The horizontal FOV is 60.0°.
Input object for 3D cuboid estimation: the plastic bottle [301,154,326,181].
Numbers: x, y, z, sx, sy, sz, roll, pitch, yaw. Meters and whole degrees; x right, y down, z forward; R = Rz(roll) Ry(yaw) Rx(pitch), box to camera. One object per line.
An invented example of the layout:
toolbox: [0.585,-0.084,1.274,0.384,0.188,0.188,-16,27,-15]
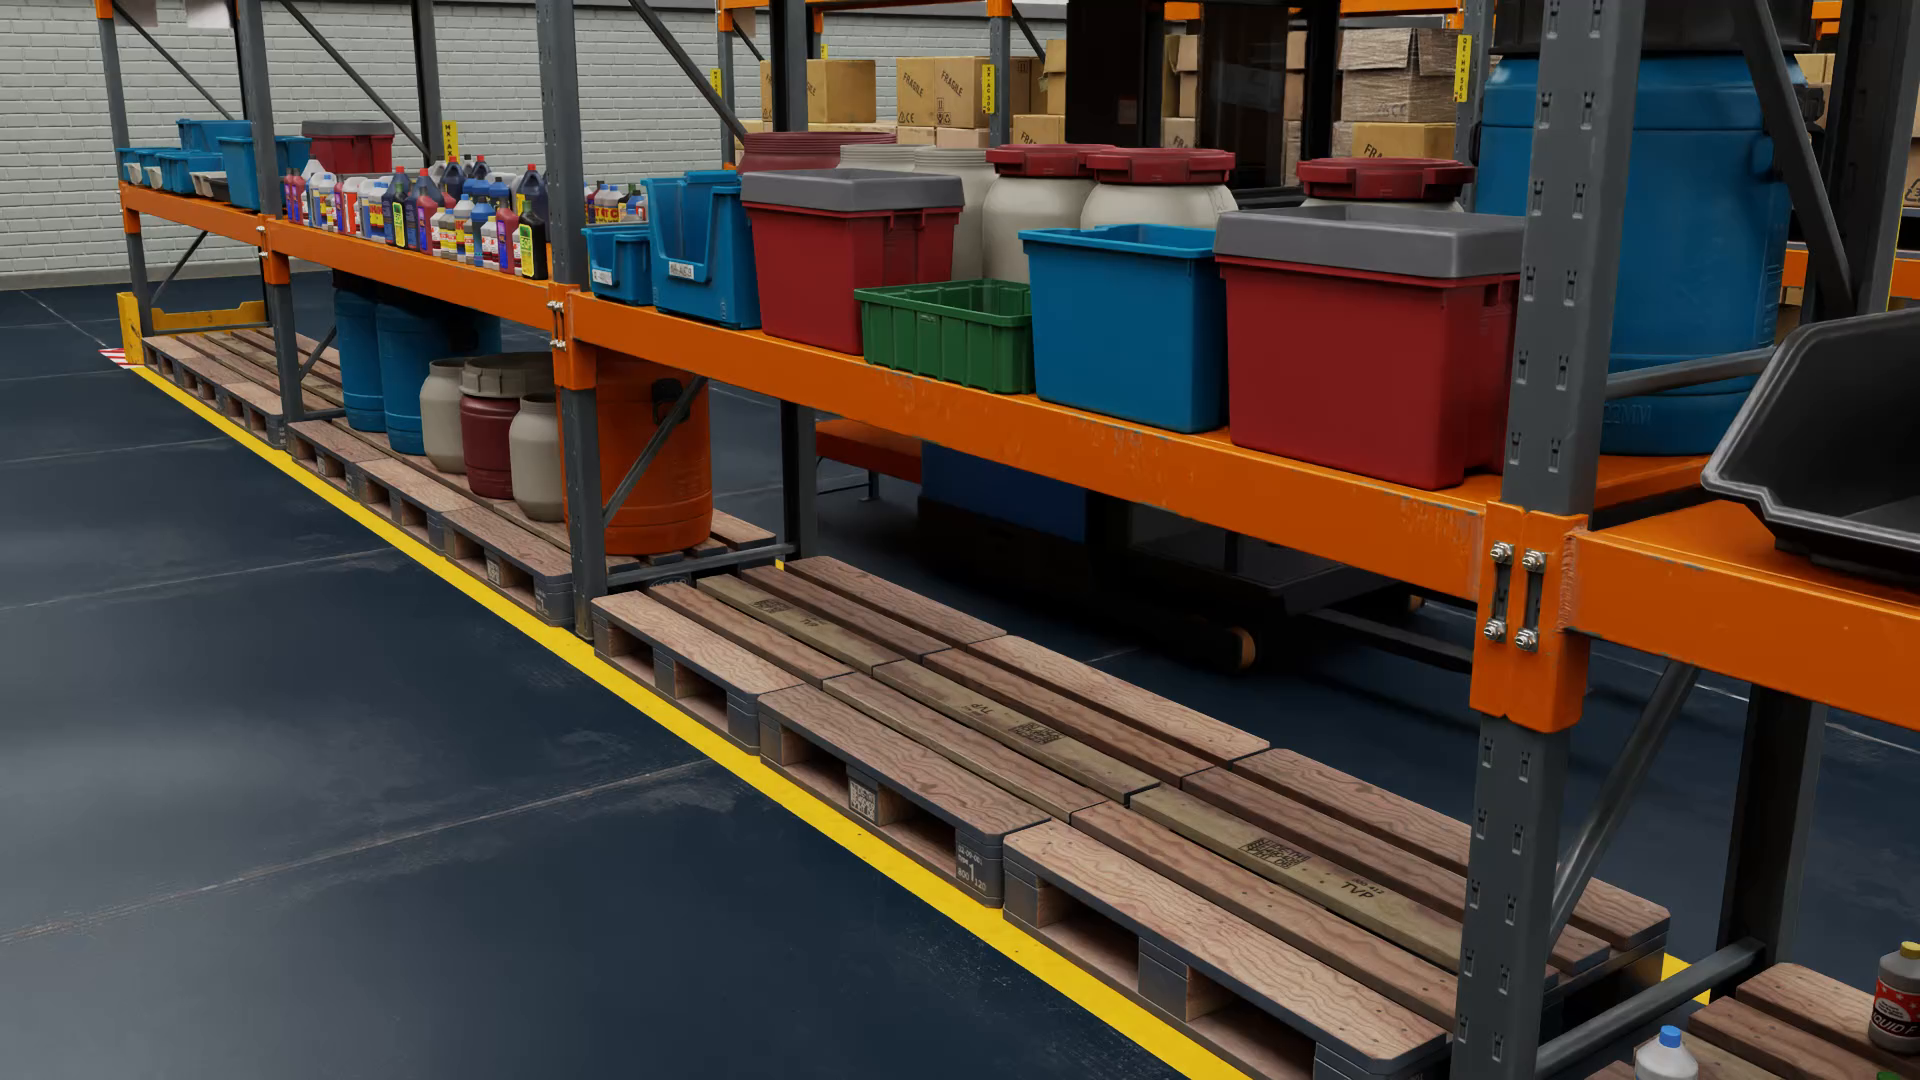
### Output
plastic bottle: [-3.391,-1.848,8.740,0.144,0.351,0.185,-11,19,-35]

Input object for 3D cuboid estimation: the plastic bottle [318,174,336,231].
plastic bottle: [-3.135,-1.679,8.272,0.097,0.271,0.097,0,15,0]

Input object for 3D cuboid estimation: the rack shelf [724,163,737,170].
rack shelf: [-0.529,-2.855,13.688,1.077,0.370,4.000,-11,19,-35]

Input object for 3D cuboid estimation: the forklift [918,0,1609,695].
forklift: [1.158,-1.093,6.019,1.130,2.935,3.031,-13,20,-39]

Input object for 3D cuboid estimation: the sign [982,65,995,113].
sign: [0.199,-3.144,11.592,0.100,0.325,0.005,-11,19,-35]

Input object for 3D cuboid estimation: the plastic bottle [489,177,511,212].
plastic bottle: [-2.230,-1.623,8.067,0.097,0.271,0.097,0,15,0]

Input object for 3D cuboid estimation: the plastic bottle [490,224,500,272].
plastic bottle: [-1.780,-1.153,6.483,0.097,0.201,0.097,0,15,0]

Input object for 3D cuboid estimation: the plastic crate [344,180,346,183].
plastic crate: [-3.518,-2.029,9.695,0.396,0.136,0.243,-11,19,-35]

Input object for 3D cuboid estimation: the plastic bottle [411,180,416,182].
plastic bottle: [-2.957,-1.853,9.041,0.097,0.201,0.097,0,15,0]

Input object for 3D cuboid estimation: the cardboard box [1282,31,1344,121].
cardboard box: [2.201,-2.751,9.856,0.797,0.503,0.637,-10,18,-33]

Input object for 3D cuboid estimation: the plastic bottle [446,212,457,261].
plastic bottle: [-2.066,-1.257,6.863,0.097,0.201,0.097,0,15,0]

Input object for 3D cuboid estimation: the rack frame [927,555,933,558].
rack frame: [0.055,-0.510,7.309,0.500,1.125,0.032,-13,20,-39]

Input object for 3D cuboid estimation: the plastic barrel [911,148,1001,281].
plastic barrel: [0.017,-0.930,5.078,0.421,0.512,0.421,0,15,0]

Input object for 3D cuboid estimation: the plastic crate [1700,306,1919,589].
plastic crate: [1.549,-0.136,2.510,0.767,0.338,0.504,-11,19,-35]

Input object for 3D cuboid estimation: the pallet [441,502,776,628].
pallet: [-1.505,0.031,7.063,1.003,0.211,1.213,-11,19,-35]

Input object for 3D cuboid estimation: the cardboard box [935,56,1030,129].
cardboard box: [0.160,-3.264,12.121,0.500,0.500,0.500,-10,18,-33]

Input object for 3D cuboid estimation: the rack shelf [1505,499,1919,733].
rack shelf: [2.520,0.476,1.517,1.077,0.370,4.000,-11,19,-35]

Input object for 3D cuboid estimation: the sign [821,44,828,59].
sign: [-1.258,-4.383,15.266,0.100,0.325,0.005,-11,19,-35]

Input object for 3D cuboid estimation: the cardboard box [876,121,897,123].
cardboard box: [-0.608,-3.421,14.114,0.500,0.250,0.500,-12,19,-36]

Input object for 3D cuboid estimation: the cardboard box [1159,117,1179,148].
cardboard box: [1.305,-2.472,10.737,0.500,0.500,0.500,-11,19,-36]

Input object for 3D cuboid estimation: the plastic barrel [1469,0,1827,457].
plastic barrel: [1.362,-0.669,3.389,0.600,0.901,0.708,-11,19,-35]

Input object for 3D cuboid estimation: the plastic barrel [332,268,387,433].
plastic barrel: [-3.054,-1.078,9.011,0.600,0.901,0.708,-11,19,-35]

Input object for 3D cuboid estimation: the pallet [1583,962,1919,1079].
pallet: [1.705,1.197,2.803,1.003,0.211,1.213,-11,19,-35]

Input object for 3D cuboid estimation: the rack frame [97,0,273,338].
rack frame: [-5.712,-2.860,12.345,1.000,3.000,0.127,-11,19,-35]

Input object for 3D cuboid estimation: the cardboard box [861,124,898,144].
cardboard box: [-0.432,-3.119,13.009,0.500,0.250,0.500,-10,18,-33]

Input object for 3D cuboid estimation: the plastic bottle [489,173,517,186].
plastic bottle: [-2.276,-1.698,8.333,0.152,0.276,0.135,-11,19,-35]

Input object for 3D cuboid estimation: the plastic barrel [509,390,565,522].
plastic barrel: [-1.714,-0.363,7.138,0.421,0.512,0.421,0,15,0]

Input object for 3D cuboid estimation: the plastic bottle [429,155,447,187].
plastic bottle: [-2.671,-1.815,8.617,0.144,0.351,0.185,-11,19,-35]

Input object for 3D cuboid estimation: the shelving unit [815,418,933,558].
shelving unit: [-0.275,-0.612,7.682,0.538,1.125,1.048,-13,20,-39]

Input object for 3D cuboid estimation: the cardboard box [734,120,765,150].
cardboard box: [-1.641,-3.556,14.607,0.500,0.250,0.500,-11,19,-36]

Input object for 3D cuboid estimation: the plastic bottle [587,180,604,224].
plastic bottle: [-1.643,-1.492,7.567,0.061,0.283,0.133,-11,19,-35]

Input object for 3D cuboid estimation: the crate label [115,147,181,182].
crate label: [-5.833,-2.705,11.980,0.416,0.233,0.303,-11,19,-35]

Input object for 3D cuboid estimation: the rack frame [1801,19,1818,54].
rack frame: [8.663,-4.313,17.653,1.000,3.000,0.127,-11,19,-35]

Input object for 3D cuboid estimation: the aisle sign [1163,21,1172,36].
aisle sign: [2.081,-5.600,17.431,0.394,0.787,0.004,-11,19,-35]

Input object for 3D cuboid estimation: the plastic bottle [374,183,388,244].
plastic bottle: [-2.612,-1.489,7.578,0.097,0.271,0.097,0,15,0]

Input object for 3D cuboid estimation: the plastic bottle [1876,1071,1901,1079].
plastic bottle: [1.475,0.984,2.610,0.061,0.283,0.133,-11,19,-35]

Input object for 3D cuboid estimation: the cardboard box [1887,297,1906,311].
cardboard box: [6.860,-1.857,12.617,0.500,0.500,0.500,-12,19,-37]

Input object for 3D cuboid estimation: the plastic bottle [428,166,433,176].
plastic bottle: [-2.867,-1.912,9.116,0.152,0.276,0.135,-11,19,-35]

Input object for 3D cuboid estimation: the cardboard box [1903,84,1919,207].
cardboard box: [4.256,-1.675,7.022,0.797,0.503,0.637,-9,18,-29]

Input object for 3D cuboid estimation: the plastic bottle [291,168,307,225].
plastic bottle: [-3.411,-1.777,8.607,0.061,0.283,0.133,-11,19,-35]

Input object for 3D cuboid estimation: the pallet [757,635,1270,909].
pallet: [0.129,0.625,4.894,1.003,0.211,1.213,-11,19,-35]

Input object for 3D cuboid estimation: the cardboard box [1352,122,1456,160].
cardboard box: [2.508,-2.036,9.143,0.500,0.500,0.500,-10,18,-33]

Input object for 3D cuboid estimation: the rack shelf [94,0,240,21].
rack shelf: [-4.536,-3.533,10.483,1.077,0.370,4.000,-11,19,-35]

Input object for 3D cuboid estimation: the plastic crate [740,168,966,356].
plastic crate: [-0.305,-0.790,4.660,0.402,0.464,0.583,-11,19,-35]

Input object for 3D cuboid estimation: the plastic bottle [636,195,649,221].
plastic bottle: [-1.273,-1.334,7.001,0.152,0.276,0.135,-11,19,-35]

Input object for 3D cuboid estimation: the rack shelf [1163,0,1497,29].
rack shelf: [3.542,-5.050,16.026,1.077,0.370,4.000,-11,19,-35]

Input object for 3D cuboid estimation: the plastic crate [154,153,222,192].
plastic crate: [-5.059,-2.424,10.952,0.416,0.233,0.300,-11,19,-35]

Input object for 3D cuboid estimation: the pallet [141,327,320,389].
pallet: [-5.258,-1.333,12.047,1.003,0.211,1.213,-11,19,-35]
